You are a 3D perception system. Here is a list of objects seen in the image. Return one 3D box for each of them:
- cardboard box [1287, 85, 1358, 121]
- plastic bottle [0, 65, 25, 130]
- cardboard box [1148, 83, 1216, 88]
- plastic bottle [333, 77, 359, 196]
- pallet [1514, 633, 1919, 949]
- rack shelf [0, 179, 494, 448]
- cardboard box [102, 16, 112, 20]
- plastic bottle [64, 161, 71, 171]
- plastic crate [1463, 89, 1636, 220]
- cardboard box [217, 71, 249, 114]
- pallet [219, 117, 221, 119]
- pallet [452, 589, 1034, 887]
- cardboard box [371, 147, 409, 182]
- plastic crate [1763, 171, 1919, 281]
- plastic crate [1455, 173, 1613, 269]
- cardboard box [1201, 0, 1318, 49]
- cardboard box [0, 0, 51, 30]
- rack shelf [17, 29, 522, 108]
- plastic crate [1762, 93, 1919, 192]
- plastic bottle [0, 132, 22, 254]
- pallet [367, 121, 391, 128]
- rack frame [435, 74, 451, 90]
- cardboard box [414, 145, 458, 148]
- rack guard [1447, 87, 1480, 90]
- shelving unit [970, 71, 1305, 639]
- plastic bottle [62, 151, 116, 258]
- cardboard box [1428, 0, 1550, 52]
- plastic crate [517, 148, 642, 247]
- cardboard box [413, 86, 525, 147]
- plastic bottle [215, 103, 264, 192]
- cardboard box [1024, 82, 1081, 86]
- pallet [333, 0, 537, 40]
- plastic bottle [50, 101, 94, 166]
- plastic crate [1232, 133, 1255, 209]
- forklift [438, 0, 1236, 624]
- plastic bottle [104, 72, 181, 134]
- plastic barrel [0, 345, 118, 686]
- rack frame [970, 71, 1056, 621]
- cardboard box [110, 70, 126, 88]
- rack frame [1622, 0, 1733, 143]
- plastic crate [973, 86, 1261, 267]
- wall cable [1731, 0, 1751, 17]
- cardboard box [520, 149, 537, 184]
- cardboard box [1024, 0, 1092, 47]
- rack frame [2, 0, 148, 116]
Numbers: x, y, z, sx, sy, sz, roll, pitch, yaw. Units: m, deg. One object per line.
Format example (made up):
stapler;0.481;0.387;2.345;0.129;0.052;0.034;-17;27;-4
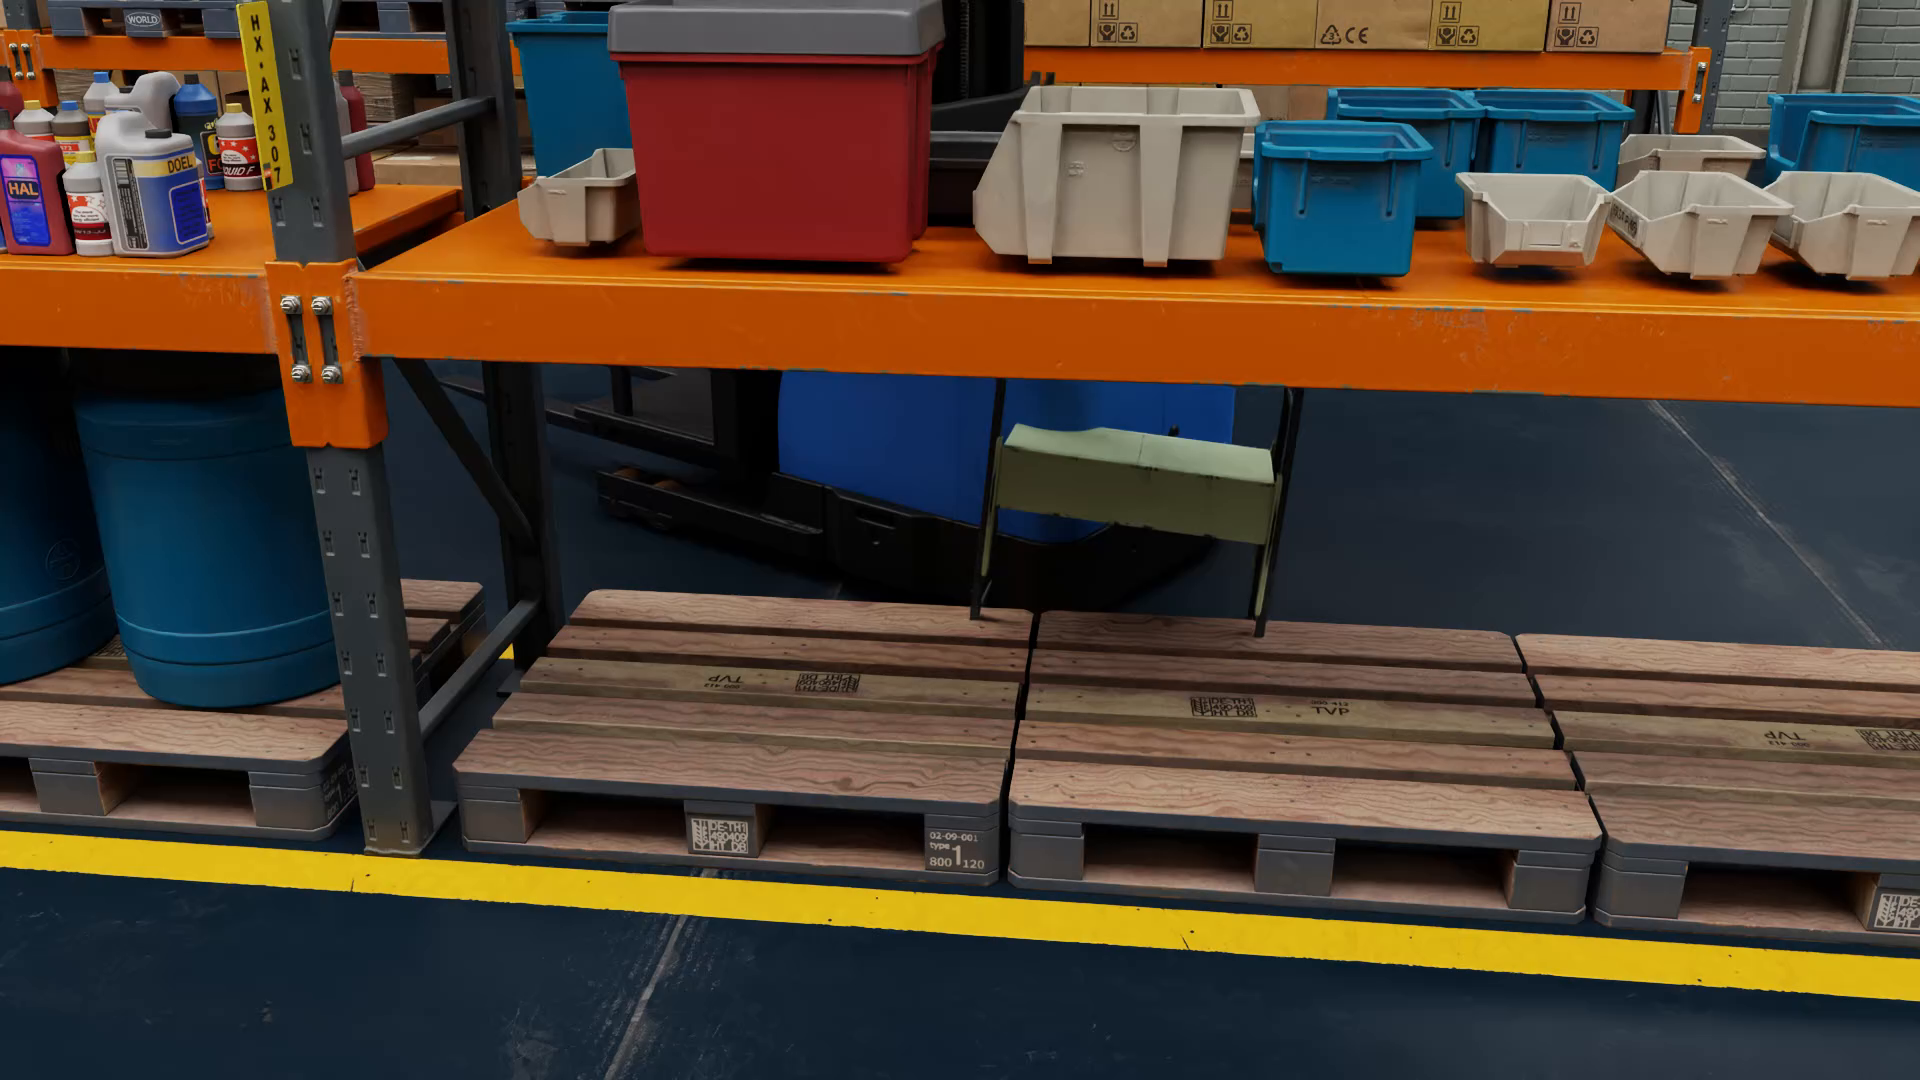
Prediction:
cardboard box;2.740;-3.369;12.710;0.500;0.500;0.700;2;22;6
plastic bottle;-2.390;-1.033;4.130;0.133;0.283;0.061;2;22;6
cardboard box;1.711;-3.411;12.816;0.500;0.500;0.700;3;22;8
plastic bottle;-1.545;-0.989;3.929;0.185;0.351;0.144;2;22;6
pallet;1.964;0.543;3.779;1.213;0.211;1.003;2;22;6
rack shelf;-3.180;-0.629;3.929;4.000;0.370;1.077;2;22;6
cardboard box;-6.802;-4.187;13.733;0.500;0.250;0.500;2;22;5
plastic bottle;-1.867;-0.706;3.417;0.097;0.201;0.097;0;22;0
plastic crate;1.264;-0.842;3.635;0.300;0.233;0.416;2;22;6
cardboard box;-5.716;-3.797;13.766;0.500;0.500;0.700;2;22;6
pallet;-5.984;-3.458;13.900;1.213;0.211;1.003;2;22;6
pallet;-0.459;0.438;4.046;1.213;0.211;1.003;2;22;6
cardboard box;-3.143;-1.732;8.543;0.500;0.500;0.500;2;22;6
plastic crate;1.661;-0.596;3.144;0.243;0.136;0.396;2;22;6
plastic crate;1.085;-0.605;3.168;0.250;0.136;0.298;2;22;6
cardboard box;1.377;-2.545;7.662;0.500;0.500;0.500;2;22;6
cardboard box;-4.935;-2.848;8.686;0.500;0.311;0.500;4;22;10
rack shelf;-2.593;-2.437;8.503;4.000;0.370;1.077;2;22;6
plastic crate;1.918;-0.813;3.563;0.300;0.233;0.416;2;22;6
plastic bottle;-1.986;-0.734;3.385;0.135;0.276;0.152;2;22;6
pallet;-4.776;-3.404;13.764;1.213;0.211;1.003;2;22;6
rack frame;-4.000;-4.667;13.164;0.127;3.000;1.000;2;22;6
cardboard box;-2.587;-1.903;8.974;0.500;0.500;0.500;2;22;4
rack guard;3.968;-3.157;12.746;0.348;0.500;1.175;2;22;6
shelving unit;0.491;-0.399;4.309;0.755;1.500;0.431;8;16;6
plastic bottle;-1.742;-0.678;3.346;0.097;0.201;0.097;0;22;0
cardboard box;2.373;-2.500;7.547;0.500;0.500;0.500;3;22;7
plastic crate;-0.749;-0.710;3.432;0.243;0.136;0.396;2;22;6
cardboard box;-2.550;-2.251;8.834;0.500;0.250;0.500;2;22;5
plastic bottle;-1.757;-0.960;4.059;0.097;0.201;0.097;0;22;0
cardboard box;0.703;-3.457;12.933;0.500;0.500;0.700;3;22;7
pallet;-2.648;-2.686;8.416;1.213;0.211;1.003;2;22;6
plastic bottle;-2.181;-0.979;4.105;0.097;0.201;0.097;0;22;0
plastic crate;0.571;-0.816;3.702;0.466;0.136;0.293;2;22;6
forklift;-0.606;-1.533;5.331;3.031;2.935;1.130;16;26;34
plastic bottle;-1.972;-0.994;4.043;0.135;0.276;0.152;2;22;6
plastic barrel;-2.435;-0.157;4.039;0.708;0.901;0.600;2;22;6
rack frame;0.131;-0.450;4.350;0.023;1.500;0.400;8;16;6
cardboard box;-6.720;-3.852;13.906;0.500;0.500;0.700;2;22;5
rack frame;3.365;-2.512;7.714;0.127;3.000;1.000;2;22;6
plastic crate;0.301;-0.716;3.251;0.530;0.282;0.437;2;22;6
wall cable;5.327;-5.083;12.836;1.851;1.984;0.084;2;22;6
cardboard box;-2.119;-1.690;8.437;0.500;0.500;0.500;3;22;7
cardboard box;0.376;-2.589;7.773;0.500;0.500;0.500;3;22;7
rack frame;-4.579;-2.858;8.589;0.127;3.000;1.000;2;22;6
